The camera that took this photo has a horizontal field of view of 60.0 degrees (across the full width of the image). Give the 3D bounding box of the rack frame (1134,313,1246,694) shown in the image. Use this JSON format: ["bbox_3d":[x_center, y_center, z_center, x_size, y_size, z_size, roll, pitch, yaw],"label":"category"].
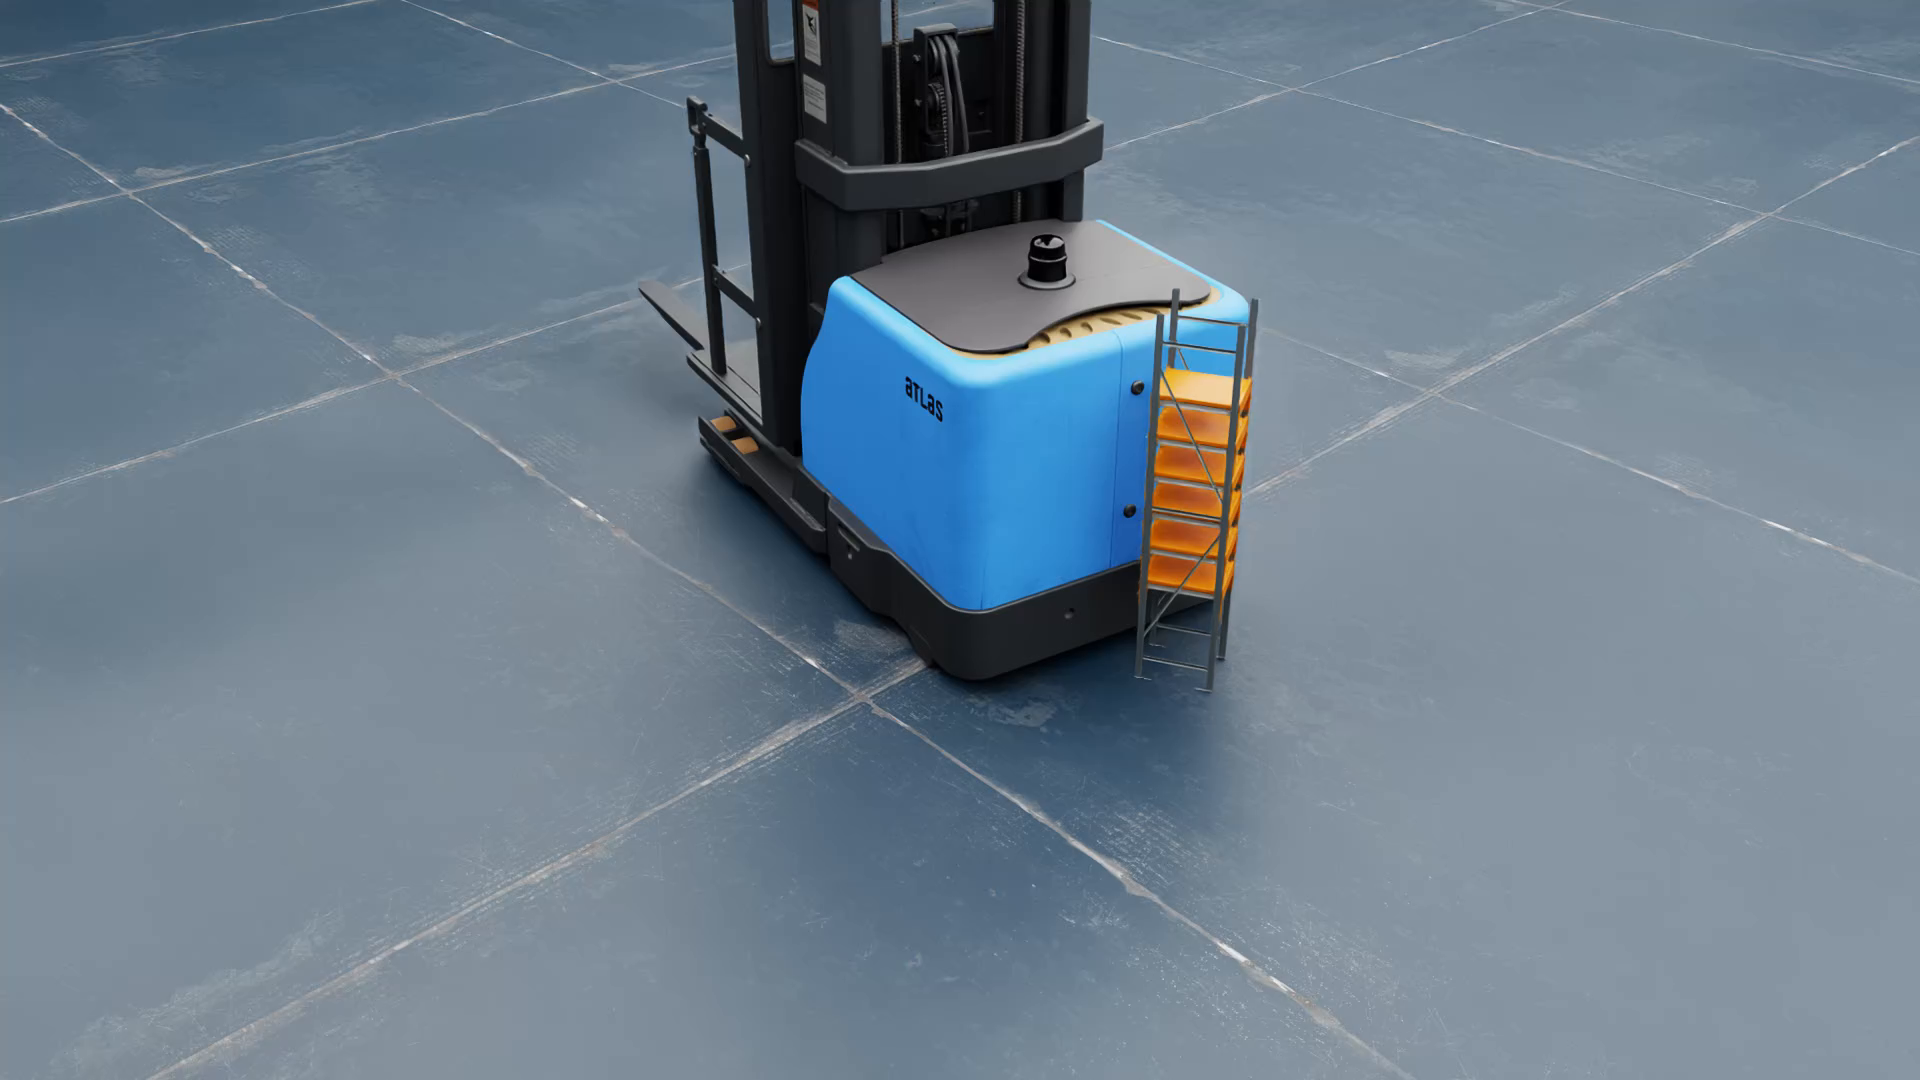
[{"bbox_3d":[0.642,-0.072,4.716,0.240,1.200,0.006,10,33,17],"label":"rack frame"}]

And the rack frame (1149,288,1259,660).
[{"bbox_3d":[0.702,-0.162,4.863,0.240,1.200,0.006,10,33,17],"label":"rack frame"}]

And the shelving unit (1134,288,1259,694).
[{"bbox_3d":[0.672,-0.117,4.789,0.258,1.200,0.189,10,33,17],"label":"shelving unit"}]

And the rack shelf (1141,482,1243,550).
[{"bbox_3d":[0.672,-0.079,4.812,0.258,0.103,0.180,10,33,17],"label":"rack shelf"}]

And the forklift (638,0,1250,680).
[{"bbox_3d":[-0.317,-1.571,5.510,1.130,2.935,3.031,-17,35,-26],"label":"forklift"}]

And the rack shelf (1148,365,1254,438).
[{"bbox_3d":[0.670,-0.386,4.625,0.258,0.103,0.180,10,33,17],"label":"rack shelf"}]

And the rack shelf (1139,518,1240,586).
[{"bbox_3d":[0.673,0.024,4.875,0.258,0.103,0.180,10,33,17],"label":"rack shelf"}]

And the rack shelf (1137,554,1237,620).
[{"bbox_3d":[0.673,0.126,4.937,0.258,0.103,0.180,10,33,17],"label":"rack shelf"}]

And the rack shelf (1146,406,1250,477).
[{"bbox_3d":[0.671,-0.284,4.688,0.258,0.103,0.180,10,33,17],"label":"rack shelf"}]

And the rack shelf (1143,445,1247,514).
[{"bbox_3d":[0.672,-0.181,4.750,0.258,0.103,0.180,10,33,17],"label":"rack shelf"}]
